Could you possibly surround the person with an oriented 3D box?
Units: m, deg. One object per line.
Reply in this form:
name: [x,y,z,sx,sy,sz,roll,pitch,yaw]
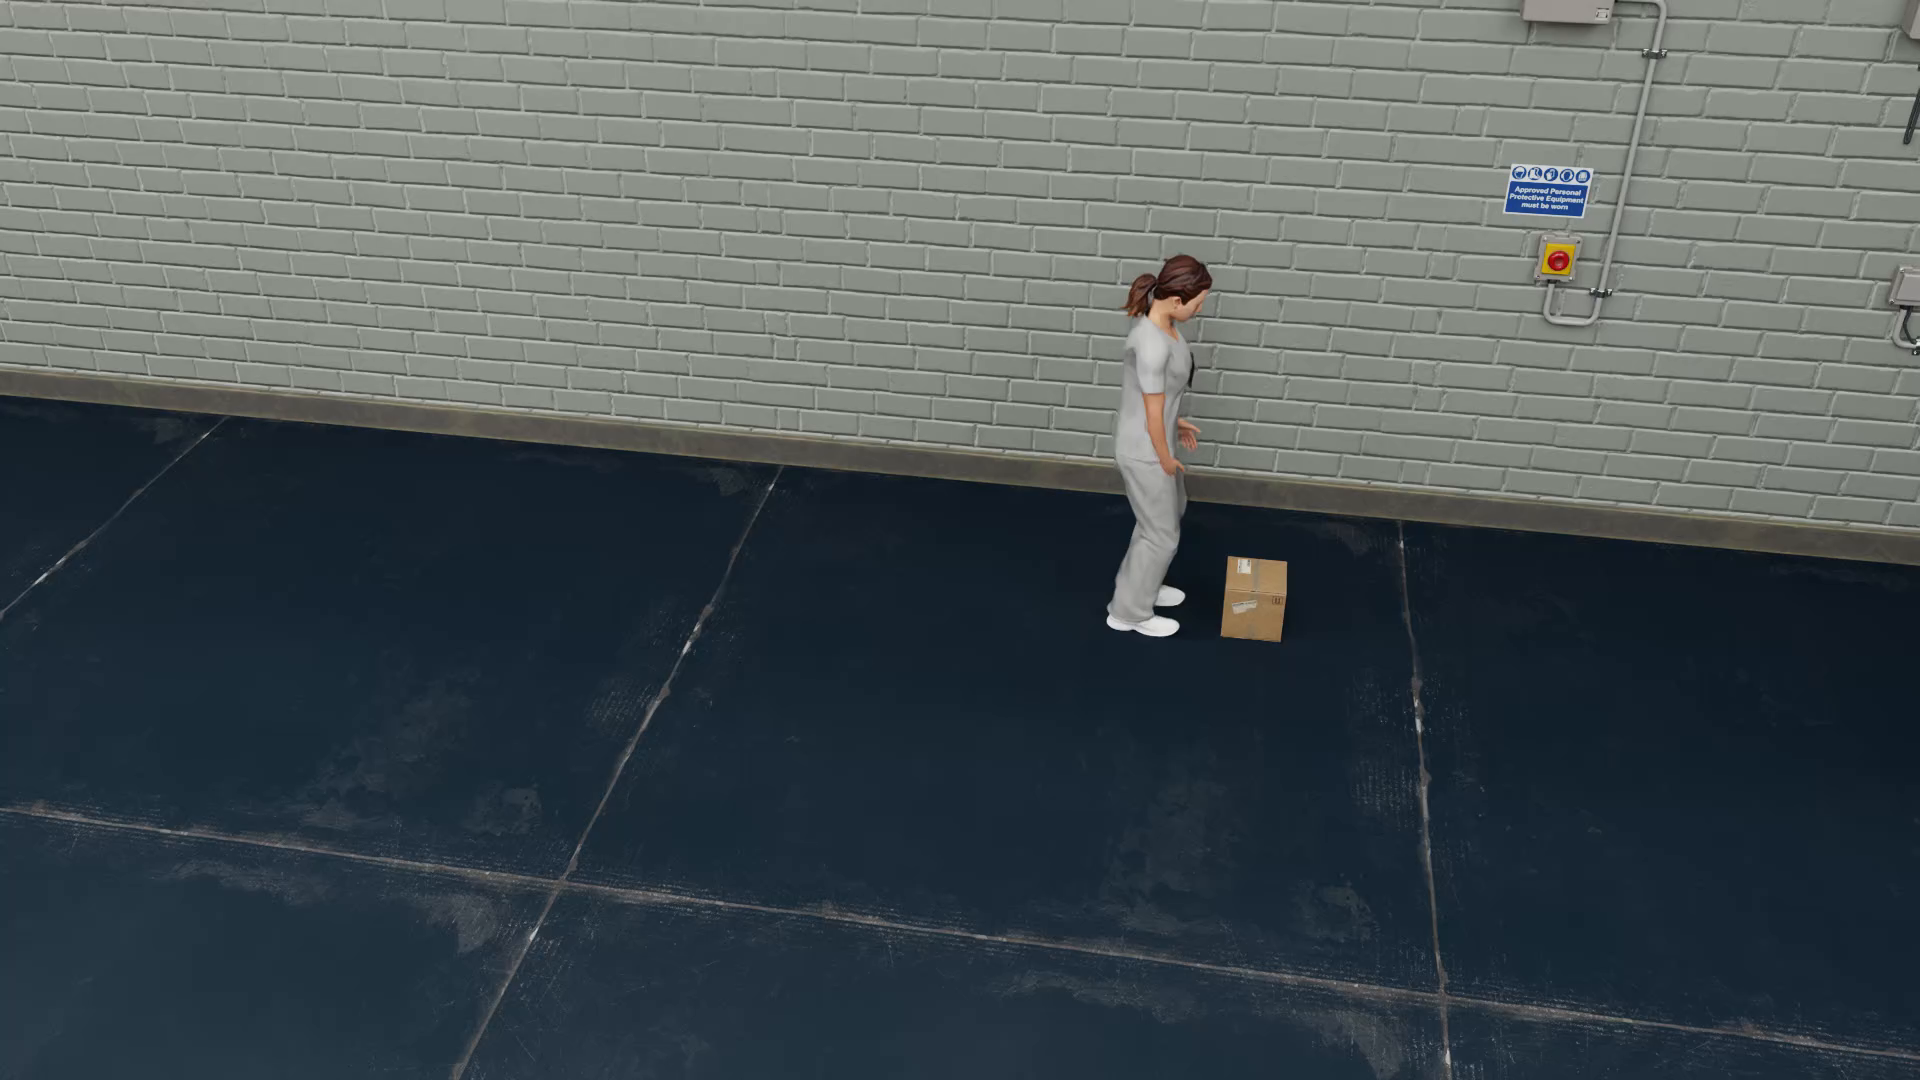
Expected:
person: [0.796,-0.389,6.778,0.351,1.652,0.453,6,33,9]
